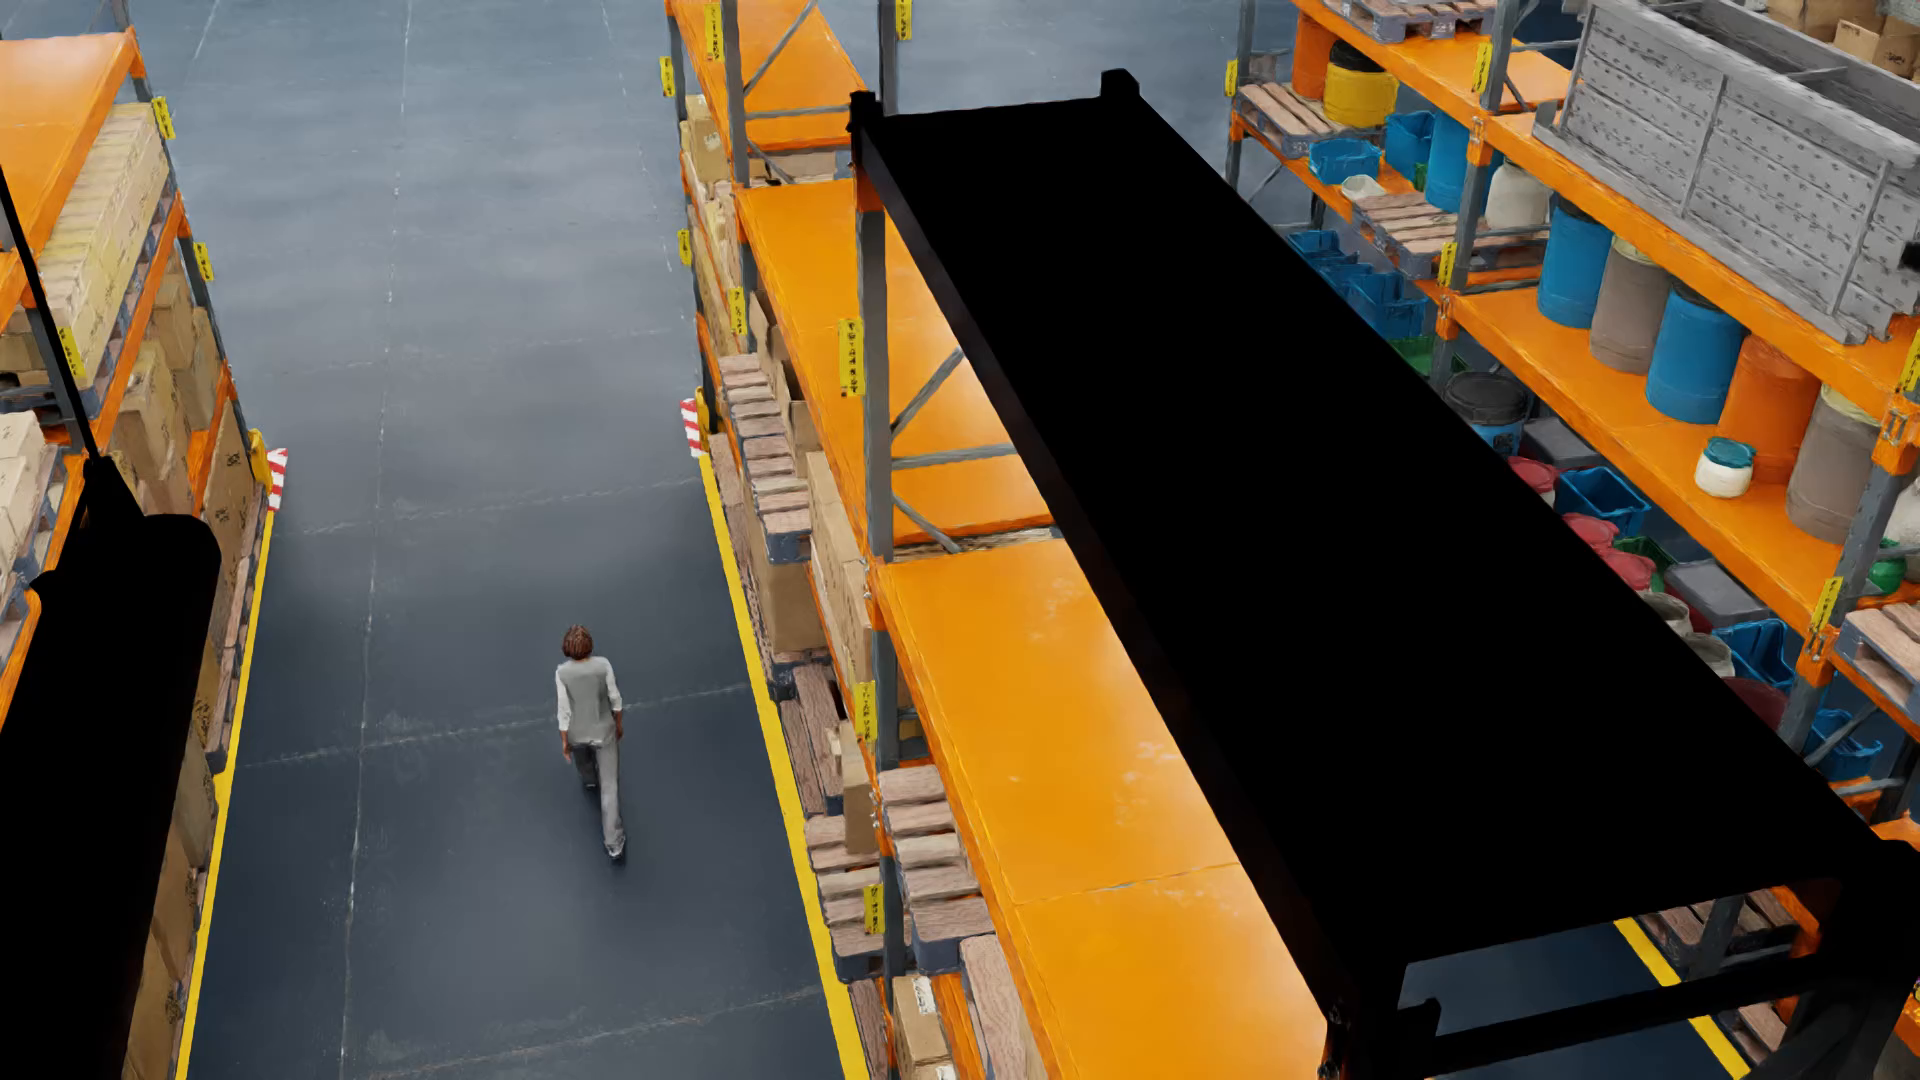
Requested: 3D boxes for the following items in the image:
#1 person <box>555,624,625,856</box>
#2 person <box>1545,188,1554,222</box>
[{"bbox_3d":[-2.413,1.232,10.940,0.417,1.504,1.037,-7,35,-10],"label":"person"},{"bbox_3d":[6.493,-4.185,18.581,0.396,1.790,0.652,-17,38,-23],"label":"person"}]
